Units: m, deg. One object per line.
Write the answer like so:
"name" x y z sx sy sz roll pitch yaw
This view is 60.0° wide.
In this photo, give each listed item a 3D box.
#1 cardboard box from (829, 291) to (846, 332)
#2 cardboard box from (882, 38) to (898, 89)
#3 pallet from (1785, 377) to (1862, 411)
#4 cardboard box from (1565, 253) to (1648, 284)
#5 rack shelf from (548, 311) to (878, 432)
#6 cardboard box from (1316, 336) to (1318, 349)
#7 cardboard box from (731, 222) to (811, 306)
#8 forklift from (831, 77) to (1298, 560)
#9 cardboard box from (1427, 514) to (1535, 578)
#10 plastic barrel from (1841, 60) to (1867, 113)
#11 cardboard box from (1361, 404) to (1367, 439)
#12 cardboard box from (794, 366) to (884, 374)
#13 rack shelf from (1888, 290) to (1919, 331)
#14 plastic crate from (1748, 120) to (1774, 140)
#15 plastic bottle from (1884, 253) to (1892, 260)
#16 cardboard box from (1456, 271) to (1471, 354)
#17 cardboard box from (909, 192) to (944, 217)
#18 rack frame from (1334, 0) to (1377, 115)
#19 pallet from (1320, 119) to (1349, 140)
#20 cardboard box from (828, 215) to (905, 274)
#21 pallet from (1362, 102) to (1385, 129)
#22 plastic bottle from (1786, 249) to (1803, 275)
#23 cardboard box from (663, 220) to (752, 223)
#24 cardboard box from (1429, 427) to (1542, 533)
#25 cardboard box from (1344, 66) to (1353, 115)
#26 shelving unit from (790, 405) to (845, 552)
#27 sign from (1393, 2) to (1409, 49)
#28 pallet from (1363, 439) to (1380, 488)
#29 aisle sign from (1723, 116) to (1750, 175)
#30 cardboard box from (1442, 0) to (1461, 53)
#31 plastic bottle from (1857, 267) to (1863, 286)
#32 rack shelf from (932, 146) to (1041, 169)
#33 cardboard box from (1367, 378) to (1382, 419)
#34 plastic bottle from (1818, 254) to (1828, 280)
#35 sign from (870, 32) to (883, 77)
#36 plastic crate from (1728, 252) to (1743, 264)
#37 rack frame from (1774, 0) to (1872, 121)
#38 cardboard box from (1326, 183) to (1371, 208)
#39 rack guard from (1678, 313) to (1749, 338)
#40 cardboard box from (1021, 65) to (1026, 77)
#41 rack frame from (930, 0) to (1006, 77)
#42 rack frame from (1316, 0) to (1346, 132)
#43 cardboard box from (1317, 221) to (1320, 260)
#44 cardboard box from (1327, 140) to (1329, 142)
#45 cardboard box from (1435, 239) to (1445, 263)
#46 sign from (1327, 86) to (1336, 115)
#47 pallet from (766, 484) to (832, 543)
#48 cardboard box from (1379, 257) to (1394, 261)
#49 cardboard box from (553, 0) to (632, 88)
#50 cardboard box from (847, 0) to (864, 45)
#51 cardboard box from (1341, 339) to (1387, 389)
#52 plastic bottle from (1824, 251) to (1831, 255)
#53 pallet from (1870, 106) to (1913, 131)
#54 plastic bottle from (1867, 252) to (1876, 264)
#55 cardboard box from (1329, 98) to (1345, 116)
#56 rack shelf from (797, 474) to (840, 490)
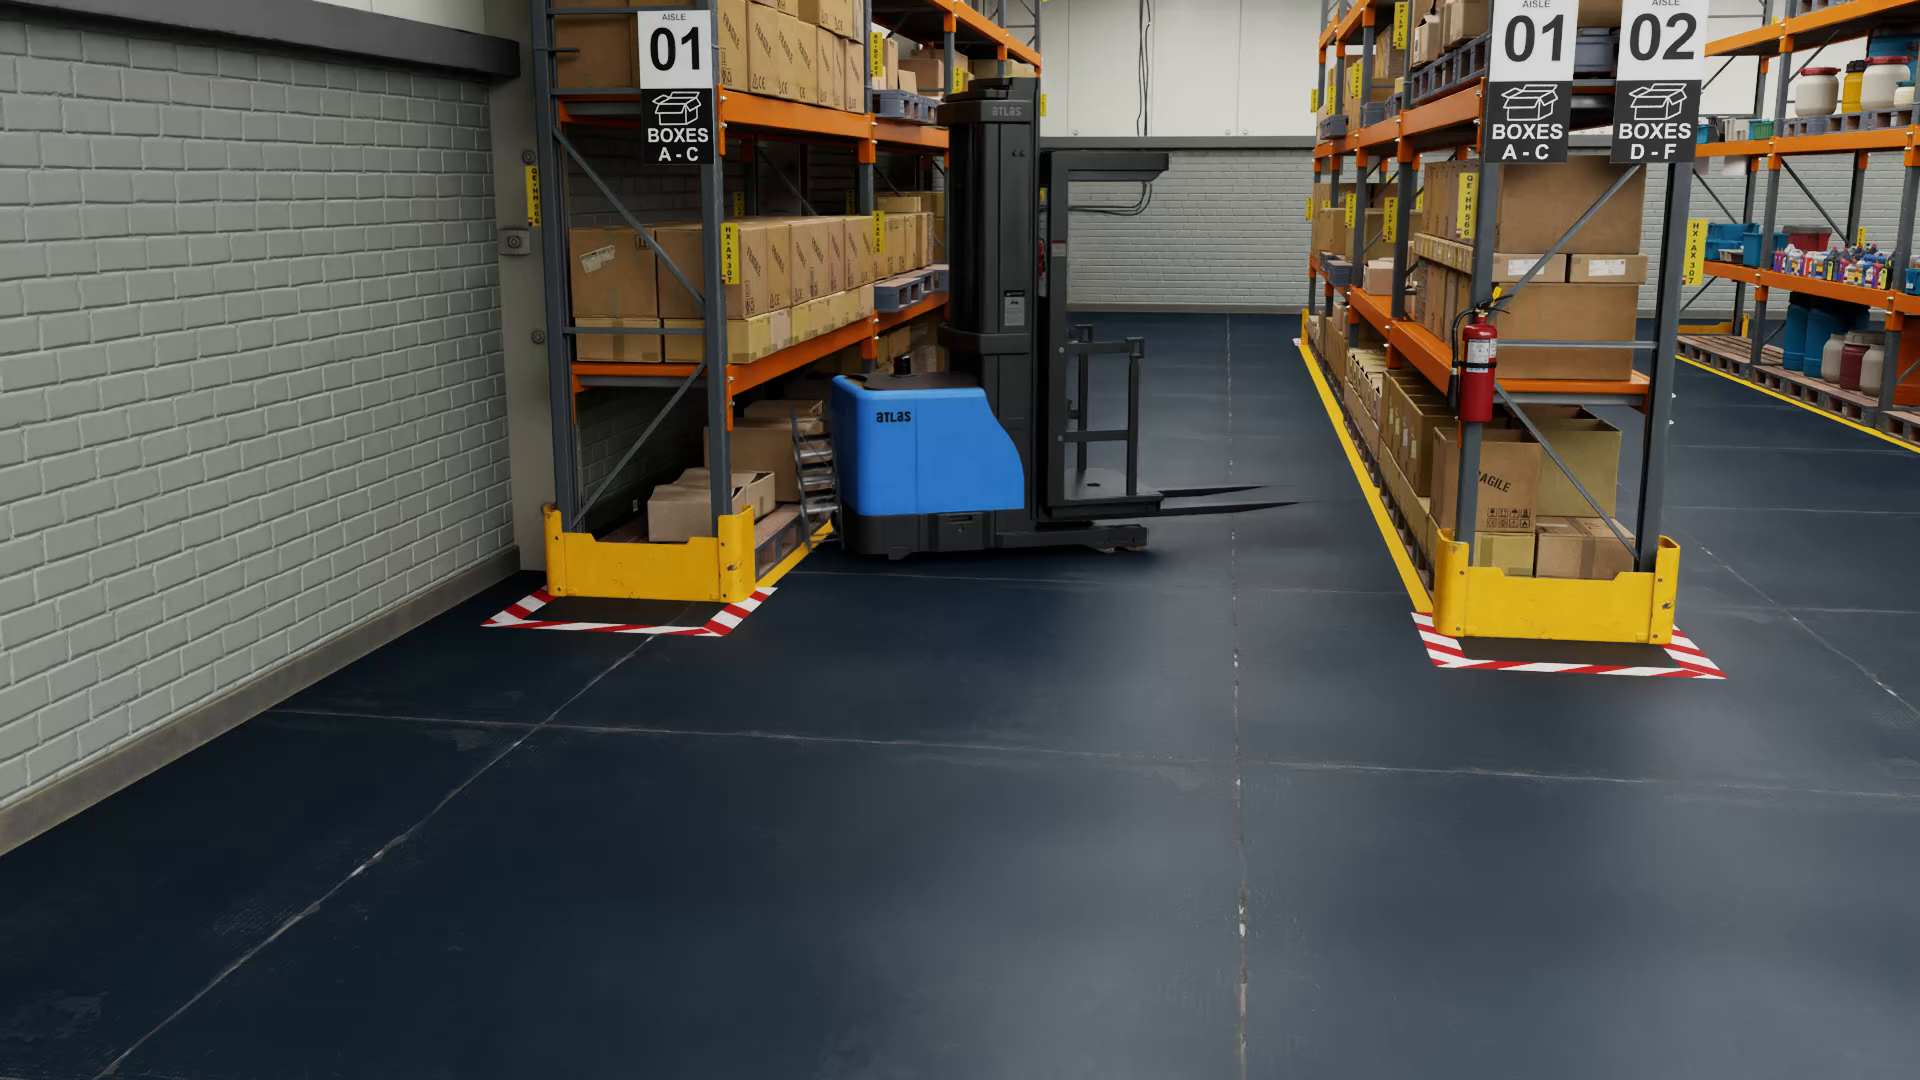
"cardboard box" -1.095 -1.601 11.613 0.500 0.250 0.500 2 12 8
"cardboard box" -0.821 -4.070 14.407 0.500 0.500 0.500 1 12 7
"pallet" 9.500 -1.549 17.681 1.003 0.211 1.213 2 12 9
"cardboard box" 3.379 -1.430 8.733 0.380 0.149 0.250 2 12 8
"rack shelf" -1.482 -1.214 11.214 1.077 0.370 4.000 2 12 9
"cardboard box" 4.757 -2.517 21.275 0.380 0.149 0.250 2 12 9
"cardboard box" -1.248 -1.752 10.531 0.500 0.500 0.500 1 12 7
"forklift" 0.713 -1.454 10.782 3.031 2.935 1.130 -3 13 -14
"cardboard box" 2.896 0.028 9.273 0.500 0.250 0.500 2 12 9
"plastic barrel" 9.905 -4.893 18.016 0.600 0.588 0.600 0 12 0
"cardboard box" 3.656 -0.991 14.001 0.500 0.250 0.500 2 12 10
"cardboard box" -1.048 -1.238 14.508 0.700 0.500 0.500 2 12 8
"rack shelf" 8.922 -1.726 13.589 1.077 0.370 4.000 2 12 9
"plastic crate" 9.670 -4.911 19.937 0.416 0.233 0.300 2 12 9
"plastic bottle" 9.914 -2.916 17.698 0.152 0.276 0.135 2 12 9
"cardboard box" 3.348 -1.348 9.891 0.700 0.500 0.500 2 12 9
"cardboard box" -0.230 -3.478 17.239 0.500 0.250 0.500 2 12 10
"rack frame" 4.951 -6.420 19.425 1.000 3.000 0.127 2 12 9
"pallet" 4.782 -4.729 19.141 1.213 0.211 1.003 2 12 9
"cardboard box" -0.899 -2.605 14.679 0.700 0.500 0.500 4 13 16
"pallet" 4.320 -3.885 15.228 1.213 0.211 1.003 2 12 11
"plastic bottle" 9.341 -3.106 18.578 0.152 0.276 0.135 2 12 9
"cardboard box" -1.687 -1.874 11.100 0.500 0.500 0.500 2 12 9
"cardboard box" 2.894 -0.339 9.195 0.500 0.500 0.500 2 12 9
"cardboard box" 4.801 -5.155 19.200 0.600 0.600 0.600 1 12 3
"shelving unit" -0.908 -0.393 10.635 0.258 0.900 0.210 -7 12 -8
"sign" 3.183 -3.711 11.998 0.100 0.325 0.005 2 12 9
"pallet" 3.796 -0.614 13.341 1.003 0.211 1.213 2 12 9
"aisle sign" 10.761 -5.435 22.924 0.394 0.787 0.004 2 12 9
"cardboard box" 3.108 -3.050 9.789 0.500 0.311 0.500 3 13 15
"plastic bottle" 8.987 -2.627 16.534 0.097 0.201 0.097 0 12 0
"rack shelf" 0.364 -5.178 22.489 1.077 0.370 4.000 2 12 9
"cardboard box" 3.574 -1.160 13.453 0.500 0.311 0.500 2 12 10
"plastic bottle" 9.160 -2.895 17.612 0.097 0.271 0.097 0 12 0
"sign" -0.637 -3.685 12.626 0.100 0.325 0.005 2 12 9
"plastic crate" 9.752 -3.463 20.453 0.437 0.125 0.590 2 12 9
"rack frame" 9.845 -6.259 18.676 1.000 3.000 0.127 2 12 9
"cardboard box" 4.773 -4.139 20.468 0.500 0.500 0.500 2 12 9
"rack guard" 10.451 -2.943 23.461 1.175 0.500 0.348 2 12 9
"cardboard box" 0.586 -6.011 21.986 0.500 0.500 0.500 2 12 9
"rack frame" 0.056 -6.580 20.166 1.000 3.000 0.127 2 12 9
"rack frame" 5.567 -7.253 23.288 1.000 3.000 0.127 2 12 9
"cardboard box" 5.005 -3.969 22.055 0.500 0.500 0.500 2 12 9
"cardboard box" 4.851 -5.094 20.748 0.500 0.250 0.500 2 12 9
"cardboard box" 3.294 -1.870 10.775 0.380 0.149 0.250 2 12 7
"sign" 4.414 -5.223 19.760 0.100 0.325 0.005 2 12 9
"pallet" -1.428 -0.223 11.528 1.003 0.211 1.213 2 12 9
"cardboard box" 4.237 -2.537 15.858 0.500 0.311 0.500 3 12 12
"cardboard box" -1.975 -2.769 9.319 0.500 0.500 0.500 3 12 13
"cardboard box" -0.983 -3.883 12.112 0.500 0.500 0.500 1 12 4
"cardboard box" 4.248 -1.850 17.349 0.500 0.500 0.500 2 12 11
"plastic bottle" 9.406 -2.984 18.014 0.152 0.276 0.135 2 12 9
"pallet" 9.444 -4.024 15.873 1.003 0.211 1.213 2 12 9
"plastic bottle" 9.823 -2.962 17.923 0.097 0.271 0.097 0 12 0
"cardboard box" 4.758 -5.235 20.214 0.500 0.250 0.500 2 12 9
"rack shelf" -0.905 -0.361 10.642 0.258 0.077 0.200 -7 12 -8
